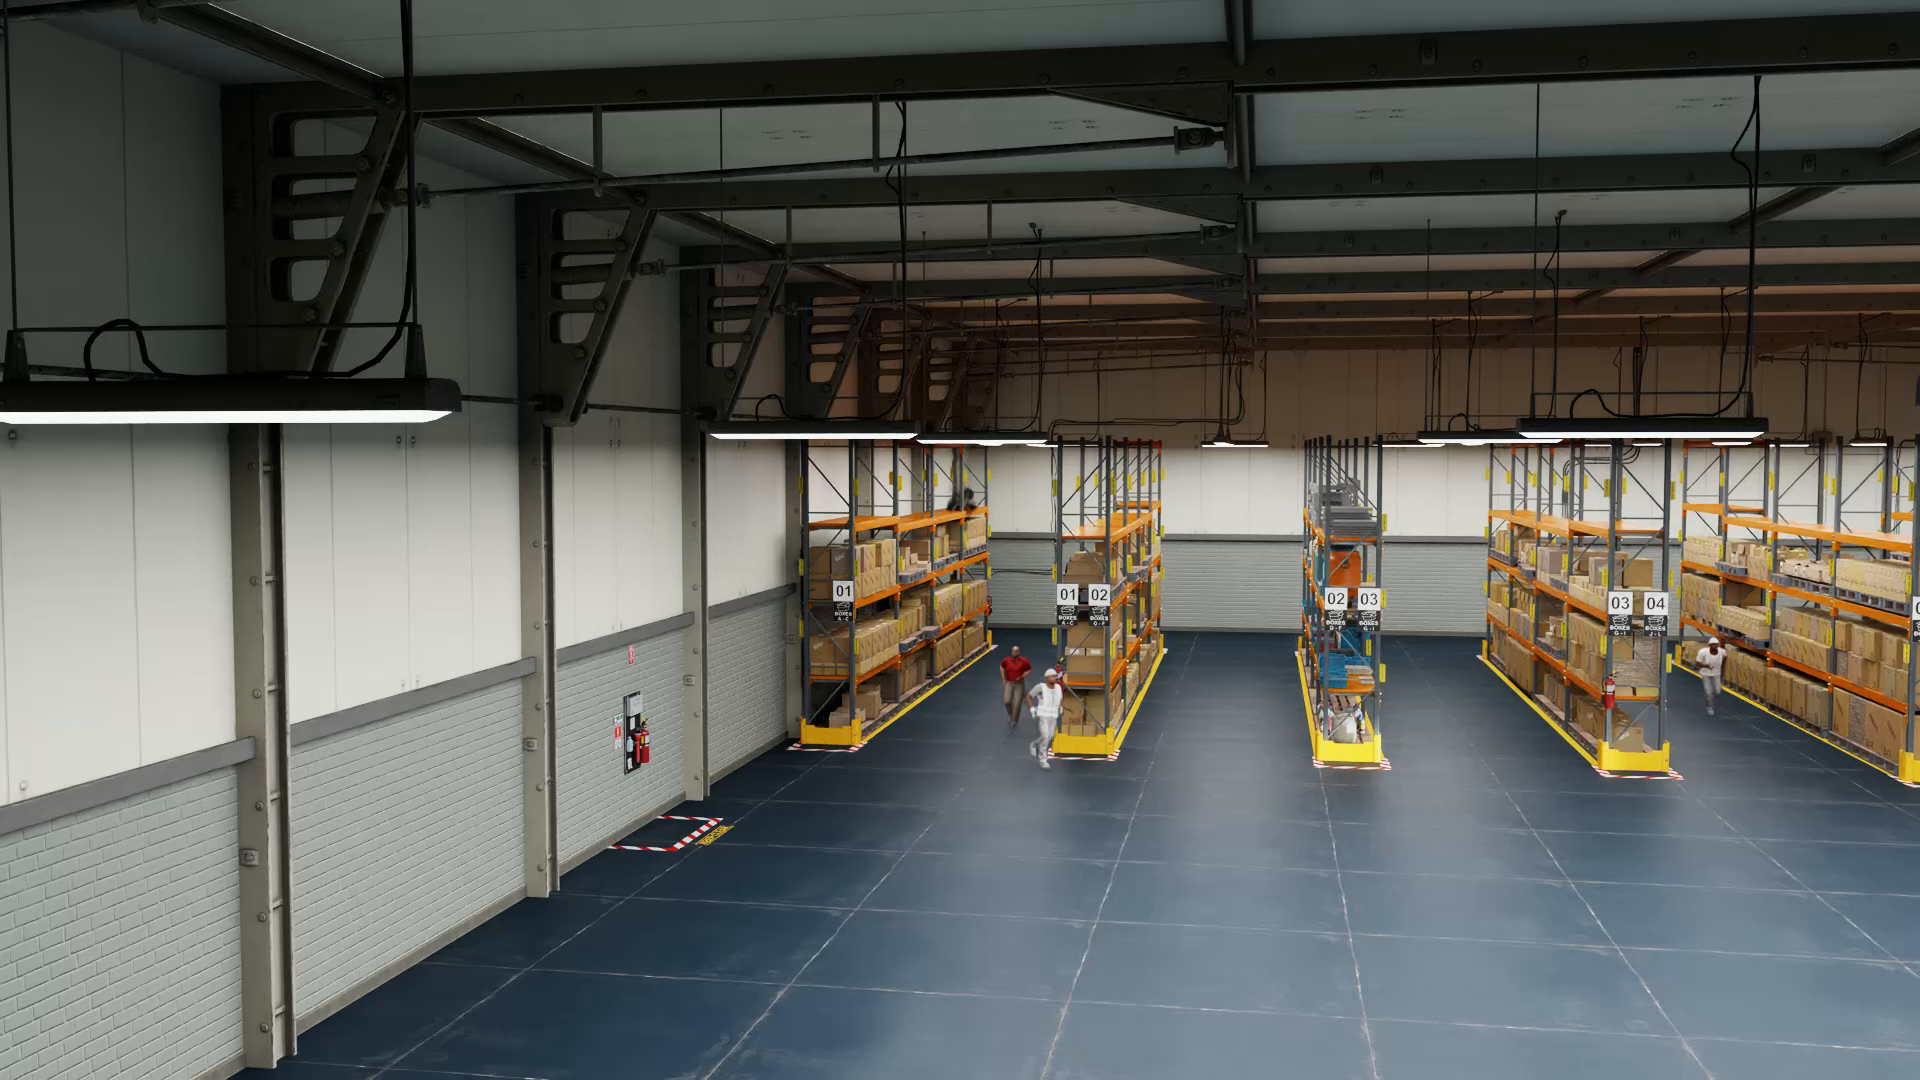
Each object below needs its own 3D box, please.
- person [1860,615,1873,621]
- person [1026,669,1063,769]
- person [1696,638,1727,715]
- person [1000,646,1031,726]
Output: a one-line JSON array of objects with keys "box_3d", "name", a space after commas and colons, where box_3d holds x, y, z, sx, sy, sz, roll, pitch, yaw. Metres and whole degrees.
[{"box_3d": [24.579, 2.440, 45.021, 0.709, 1.718, 0.756, 2, 3, 27], "name": "person"}, {"box_3d": [1.570, 3.229, 30.301, 0.727, 1.756, 0.845, -2, 4, -29], "name": "person"}, {"box_3d": [16.263, 2.944, 35.938, 0.680, 1.693, 0.702, 1, 3, 12], "name": "person"}, {"box_3d": [1.131, 3.022, 34.293, 0.664, 1.683, 0.622, 1, 3, 9], "name": "person"}]
